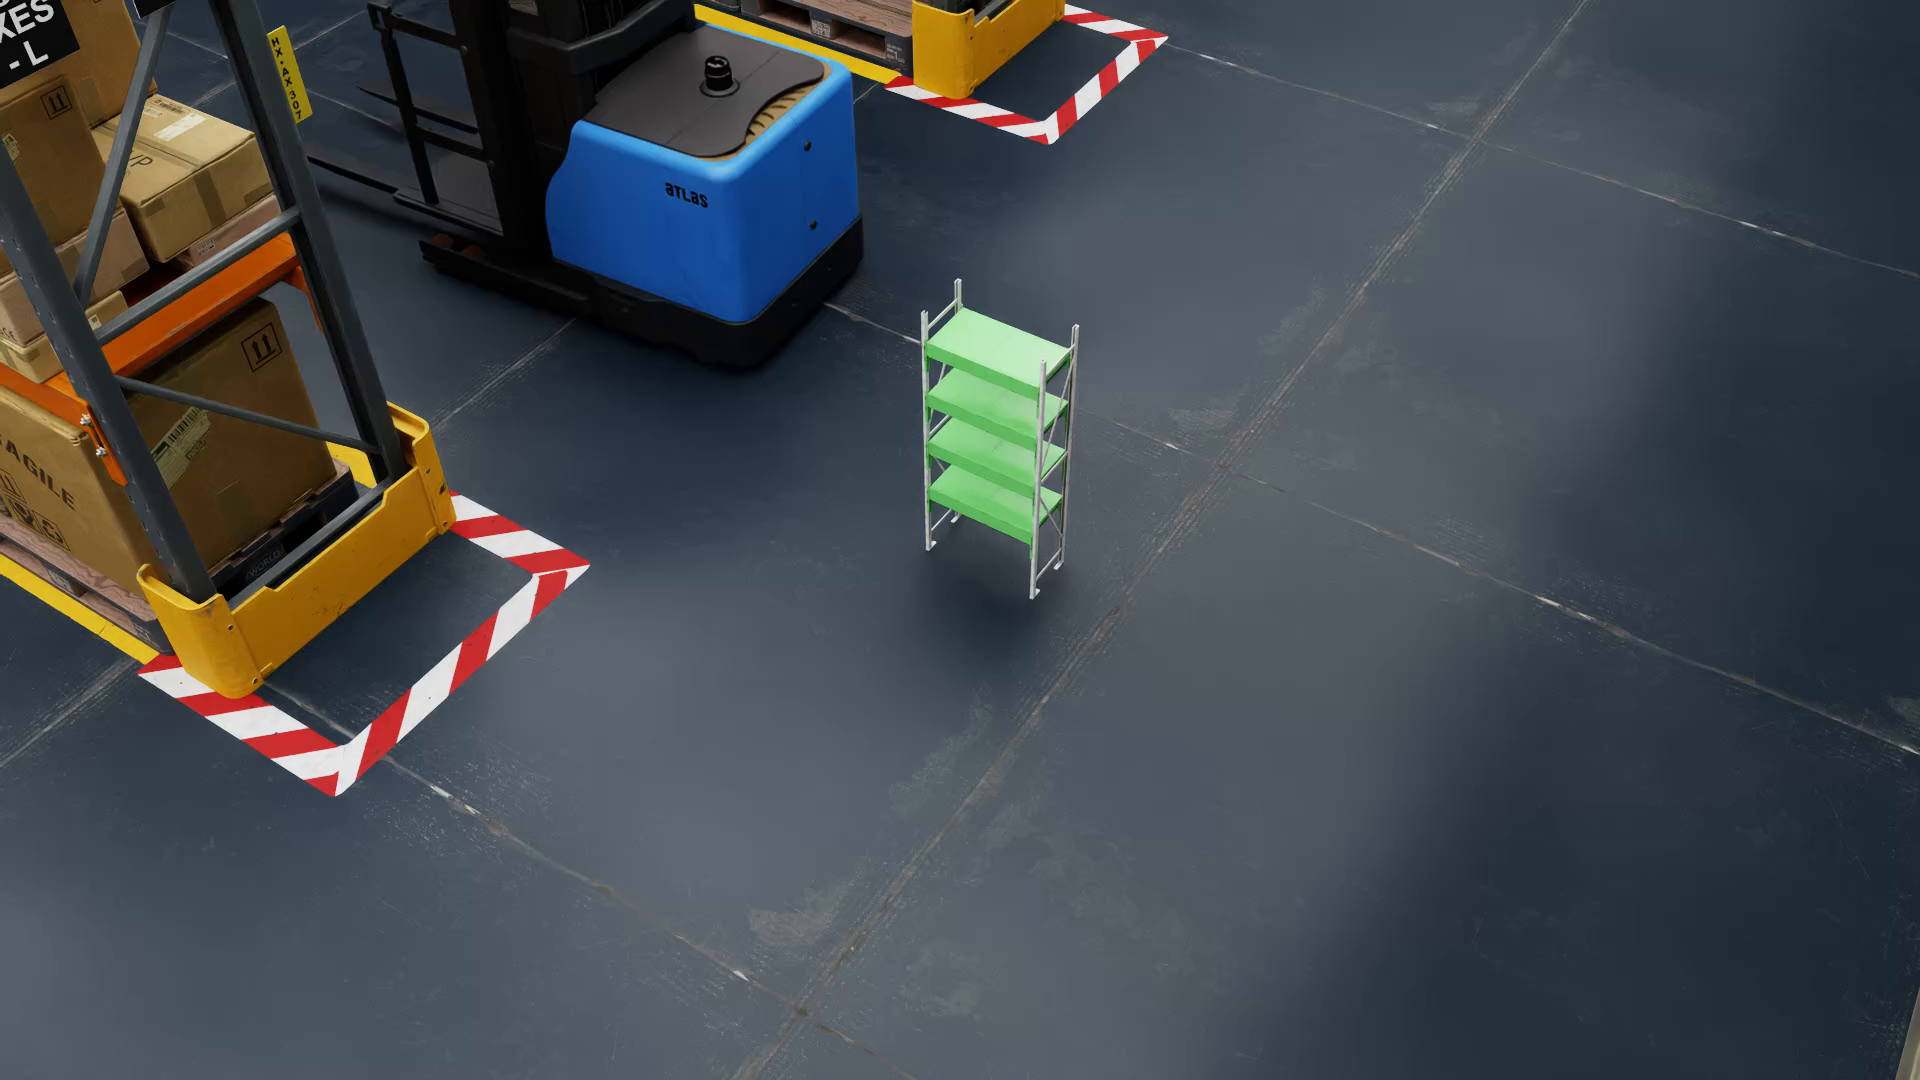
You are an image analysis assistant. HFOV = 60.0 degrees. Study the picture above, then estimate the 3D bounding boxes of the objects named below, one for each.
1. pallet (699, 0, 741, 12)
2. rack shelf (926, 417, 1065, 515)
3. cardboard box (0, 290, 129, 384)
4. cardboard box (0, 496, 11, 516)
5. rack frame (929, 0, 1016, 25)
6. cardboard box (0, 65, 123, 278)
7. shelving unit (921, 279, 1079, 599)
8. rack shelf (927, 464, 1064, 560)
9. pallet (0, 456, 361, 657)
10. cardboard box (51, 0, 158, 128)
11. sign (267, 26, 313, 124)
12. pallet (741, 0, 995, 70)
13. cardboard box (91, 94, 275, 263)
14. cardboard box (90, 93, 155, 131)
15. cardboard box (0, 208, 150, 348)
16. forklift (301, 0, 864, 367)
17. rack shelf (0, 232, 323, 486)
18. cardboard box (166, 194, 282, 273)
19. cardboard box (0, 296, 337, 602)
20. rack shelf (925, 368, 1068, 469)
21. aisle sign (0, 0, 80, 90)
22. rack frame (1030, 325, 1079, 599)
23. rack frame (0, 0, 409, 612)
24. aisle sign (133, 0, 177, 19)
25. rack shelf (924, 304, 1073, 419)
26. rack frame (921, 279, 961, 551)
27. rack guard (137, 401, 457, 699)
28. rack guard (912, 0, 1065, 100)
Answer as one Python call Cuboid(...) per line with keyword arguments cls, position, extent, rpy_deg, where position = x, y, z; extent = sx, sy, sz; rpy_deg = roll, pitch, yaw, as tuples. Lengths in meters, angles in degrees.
Cuboid(cls="pallet", position=(-1.546, -3.698, 10.196), extent=(1.213, 0.211, 1.003), rpy_deg=(25, 51, 22))
Cuboid(cls="rack shelf", position=(0.139, -0.310, 6.303), extent=(0.480, 0.148, 0.258), rpy_deg=(25, 51, 22))
Cuboid(cls="cardboard box", position=(-3.001, -0.716, 5.529), extent=(0.250, 0.149, 0.380), rpy_deg=(26, 51, 23))
Cuboid(cls="cardboard box", position=(-3.871, -0.822, 6.646), extent=(0.875, 0.875, 0.875), rpy_deg=(25, 51, 22))
Cuboid(cls="rack frame", position=(0.150, -3.854, 8.404), extent=(0.127, 3.000, 1.000), rpy_deg=(25, 51, 22))
Cuboid(cls="cardboard box", position=(-3.076, -1.207, 5.205), extent=(0.500, 0.500, 0.500), rpy_deg=(25, 51, 23))
Cuboid(cls="shelving unit", position=(0.139, -0.354, 6.257), extent=(0.503, 1.200, 0.258), rpy_deg=(25, 51, 22))
Cuboid(cls="rack shelf", position=(0.139, -0.142, 6.475), extent=(0.480, 0.148, 0.258), rpy_deg=(25, 51, 22))
Cuboid(cls="pallet", position=(-3.239, -0.155, 6.753), extent=(1.213, 0.211, 1.003), rpy_deg=(25, 51, 22))
Cuboid(cls="cardboard box", position=(-3.203, -1.719, 5.703), extent=(0.500, 0.500, 0.500), rpy_deg=(24, 50, 21))
Cuboid(cls="sign", position=(-2.219, -1.526, 5.483), extent=(0.005, 0.325, 0.100), rpy_deg=(25, 51, 22))
Cuboid(cls="pallet", position=(-0.523, -3.225, 9.737), extent=(1.213, 0.211, 1.003), rpy_deg=(25, 51, 22))
Cuboid(cls="cardboard box", position=(-2.782, -1.264, 5.784), extent=(0.500, 0.250, 0.500), rpy_deg=(23, 50, 21))
Cuboid(cls="cardboard box", position=(-3.223, -1.462, 5.976), extent=(0.500, 0.250, 0.500), rpy_deg=(24, 51, 22))
Cuboid(cls="cardboard box", position=(-3.075, -0.943, 5.472), extent=(0.500, 0.250, 0.500), rpy_deg=(24, 50, 22))
Cuboid(cls="forklift", position=(-1.999, -2.569, 7.203), extent=(3.031, 2.935, 1.130), rpy_deg=(22, 50, 20))
Cuboid(cls="rack shelf", position=(-4.207, -1.388, 6.509), extent=(4.000, 0.370, 1.077), rpy_deg=(25, 51, 22))
Cuboid(cls="cardboard box", position=(-2.644, -1.113, 5.915), extent=(0.250, 0.149, 0.380), rpy_deg=(25, 51, 23))
Cuboid(cls="cardboard box", position=(-3.105, -0.470, 6.303), extent=(0.875, 0.875, 0.875), rpy_deg=(25, 51, 22))
Cuboid(cls="rack shelf", position=(0.139, -0.477, 6.131), extent=(0.480, 0.148, 0.258), rpy_deg=(25, 51, 22))
Cuboid(cls="aisle sign", position=(-2.625, -1.561, 4.363), extent=(0.004, 0.787, 0.394), rpy_deg=(25, 51, 22))
Cuboid(cls="rack frame", position=(0.345, -0.260, 6.166), extent=(0.015, 1.200, 0.240), rpy_deg=(25, 51, 22))
Cuboid(cls="rack frame", position=(-2.524, -0.864, 5.498), extent=(0.127, 3.000, 1.000), rpy_deg=(25, 51, 22))
Cuboid(cls="aisle sign", position=(-2.301, -1.923, 4.715), extent=(0.004, 0.787, 0.394), rpy_deg=(25, 51, 22))
Cuboid(cls="rack shelf", position=(0.139, -0.644, 5.959), extent=(0.480, 0.148, 0.258), rpy_deg=(25, 51, 22))
Cuboid(cls="rack frame", position=(-0.066, -0.449, 6.349), extent=(0.015, 1.200, 0.240), rpy_deg=(25, 51, 22))
Cuboid(cls="rack guard", position=(-2.503, 0.016, 6.386), extent=(0.348, 0.500, 1.175), rpy_deg=(25, 51, 22))
Cuboid(cls="rack guard", position=(0.178, -2.982, 9.299), extent=(0.348, 0.500, 1.175), rpy_deg=(25, 51, 22))
